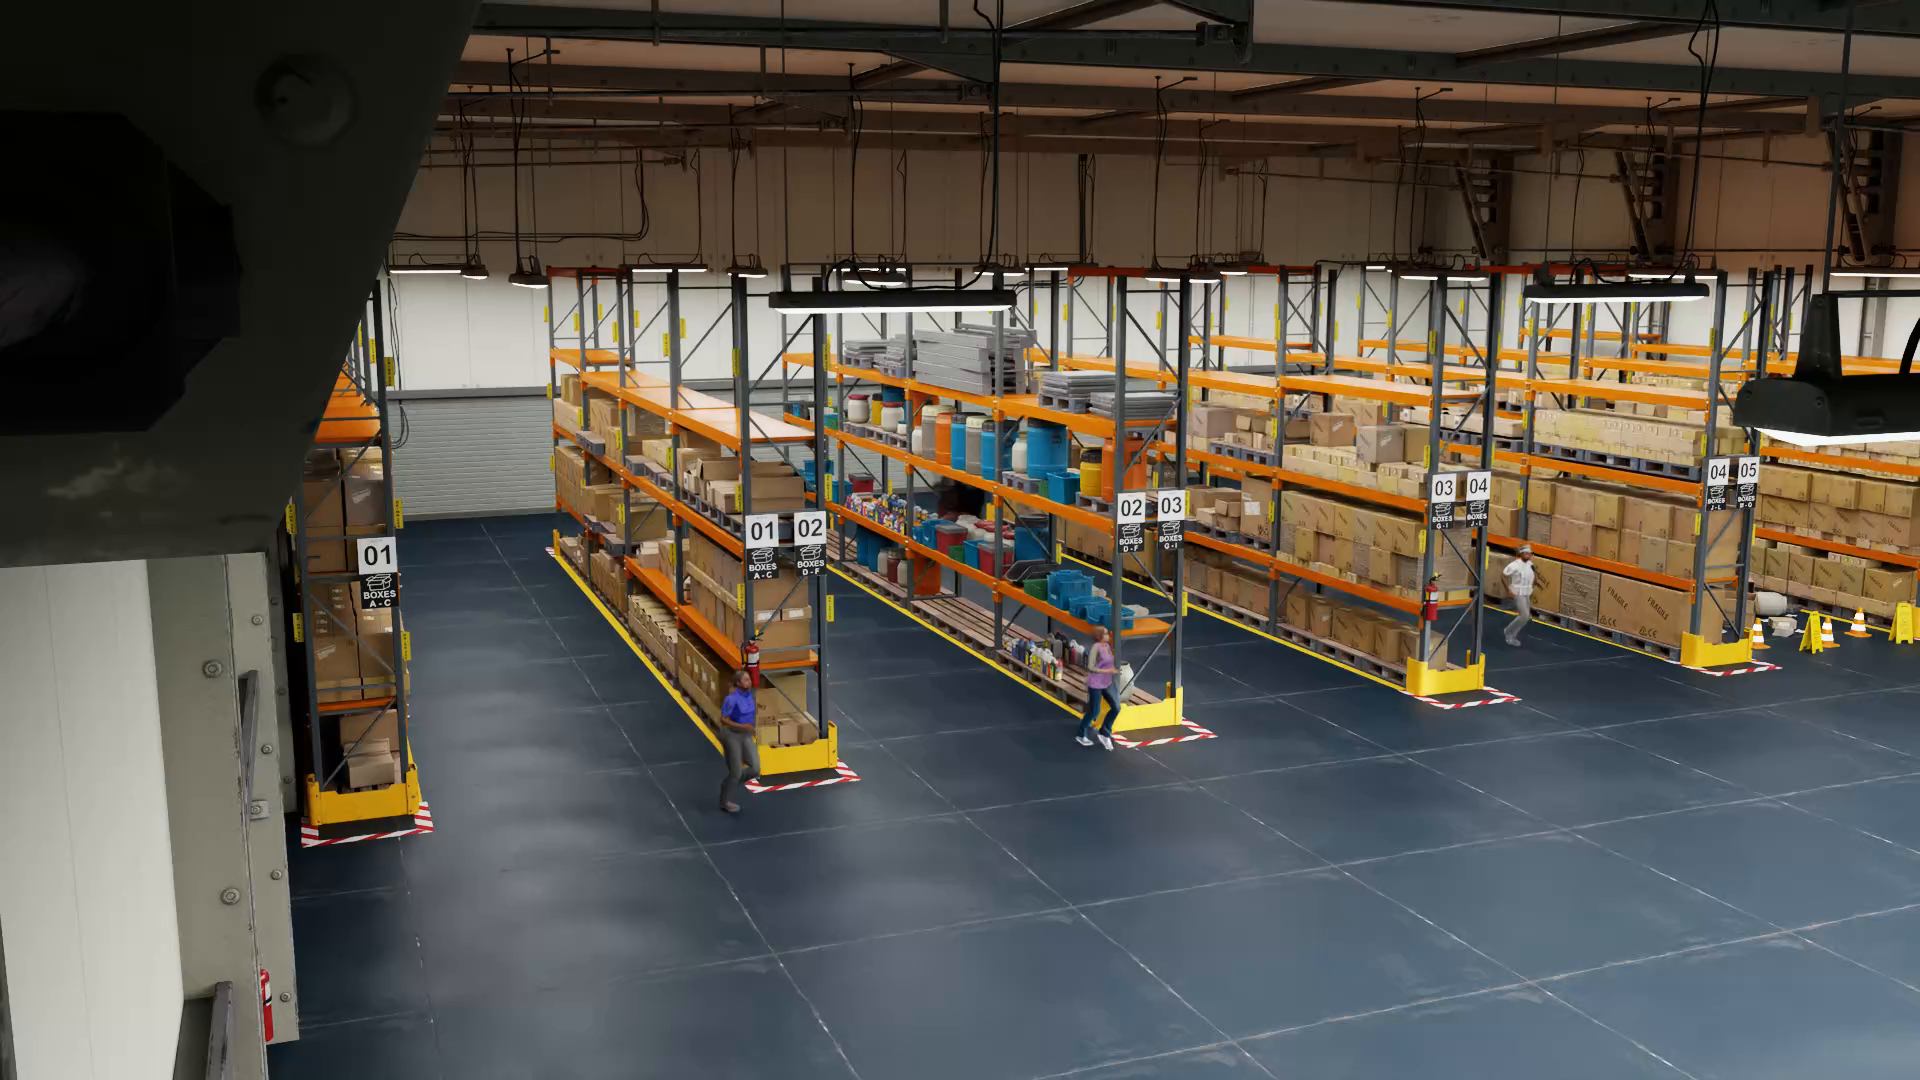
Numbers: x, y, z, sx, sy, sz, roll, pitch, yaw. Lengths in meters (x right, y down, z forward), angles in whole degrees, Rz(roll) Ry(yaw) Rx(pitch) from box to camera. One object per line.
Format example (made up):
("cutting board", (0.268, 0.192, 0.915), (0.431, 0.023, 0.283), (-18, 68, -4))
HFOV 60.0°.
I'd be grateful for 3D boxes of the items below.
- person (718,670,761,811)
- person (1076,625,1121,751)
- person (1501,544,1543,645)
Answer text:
("person", (-2.467, 2.283, 18.992), (0.575, 1.594, 0.595), (6, 12, 33))
("person", (1.798, 1.886, 21.238), (0.621, 1.617, 0.542), (8, 12, 37))
("person", (9.065, 0.885, 26.754), (0.585, 1.668, 0.580), (-6, 12, -33))
